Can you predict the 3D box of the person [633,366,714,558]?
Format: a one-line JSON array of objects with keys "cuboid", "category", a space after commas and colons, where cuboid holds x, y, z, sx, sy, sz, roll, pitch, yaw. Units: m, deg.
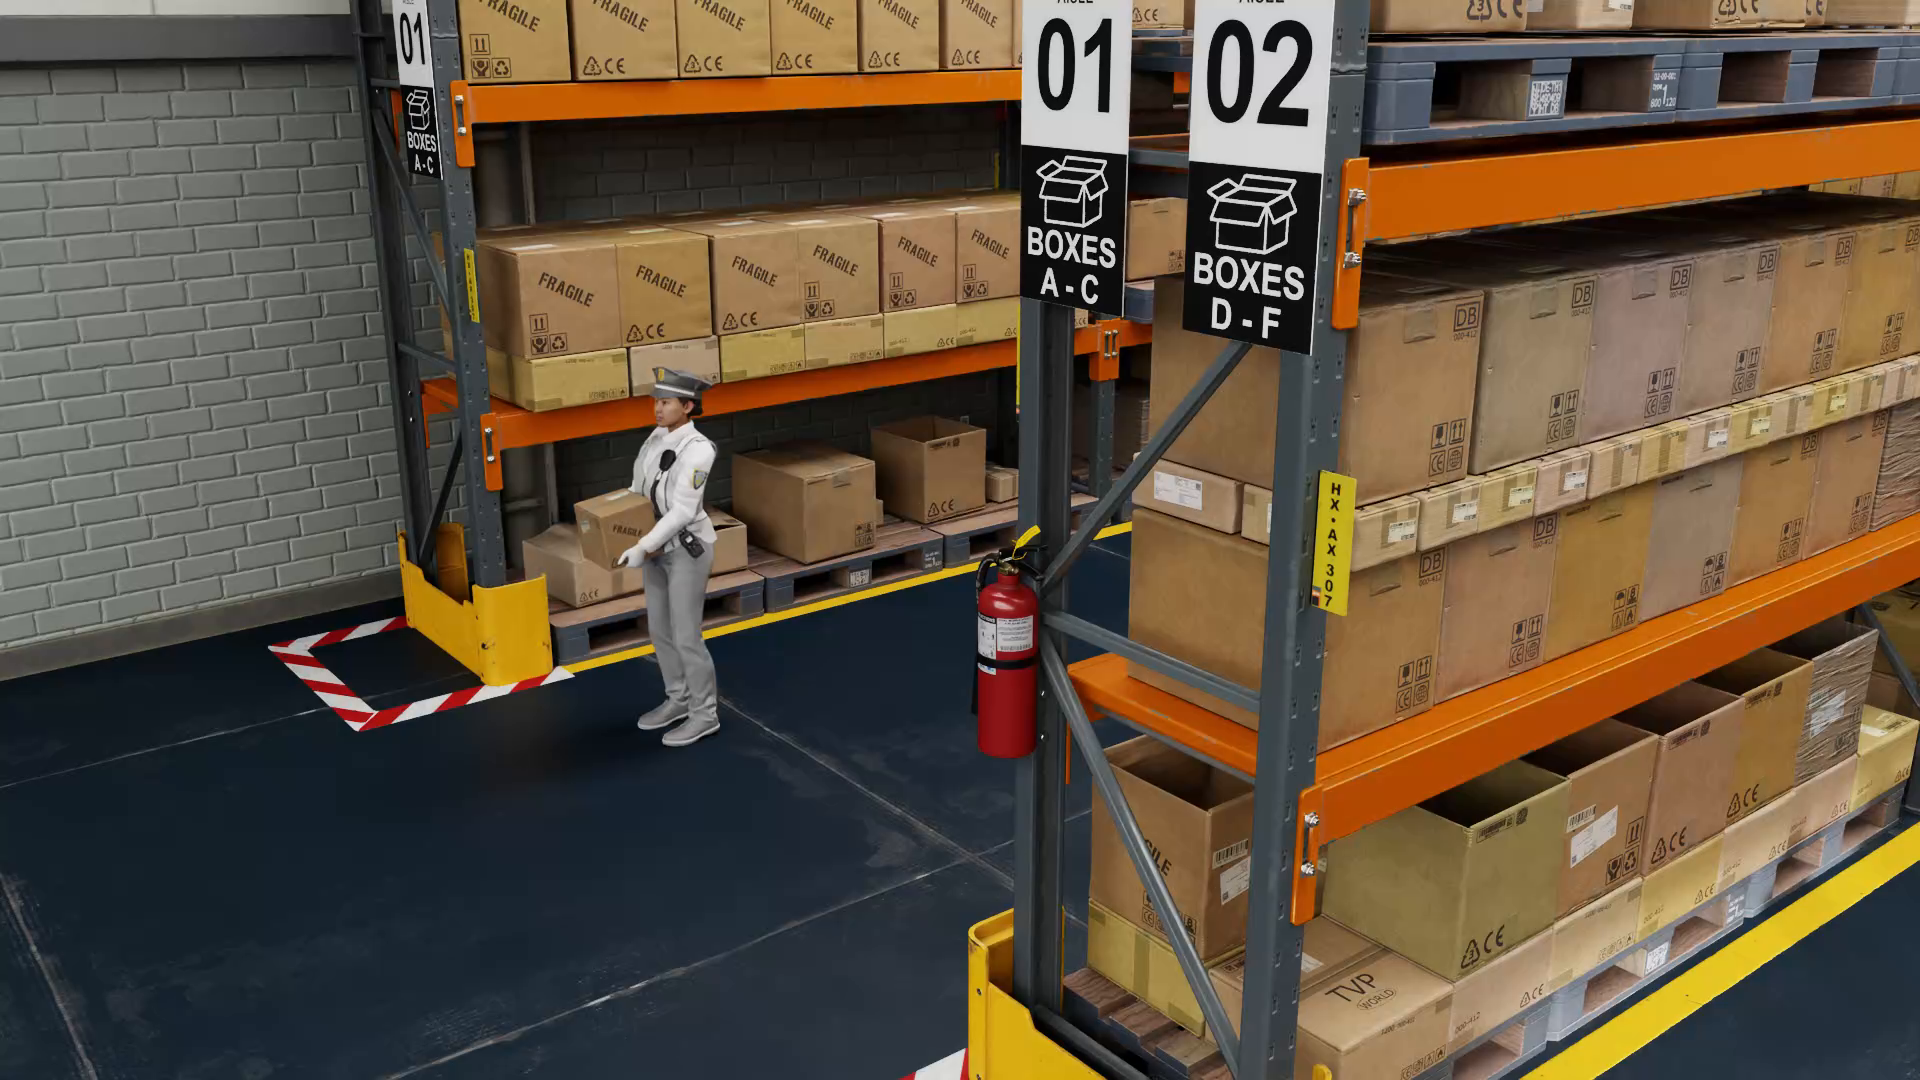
[{"cuboid": [-1.239, -0.356, 7.203, 0.362, 0.819, 0.372, -13, 22, -36], "category": "person"}]
